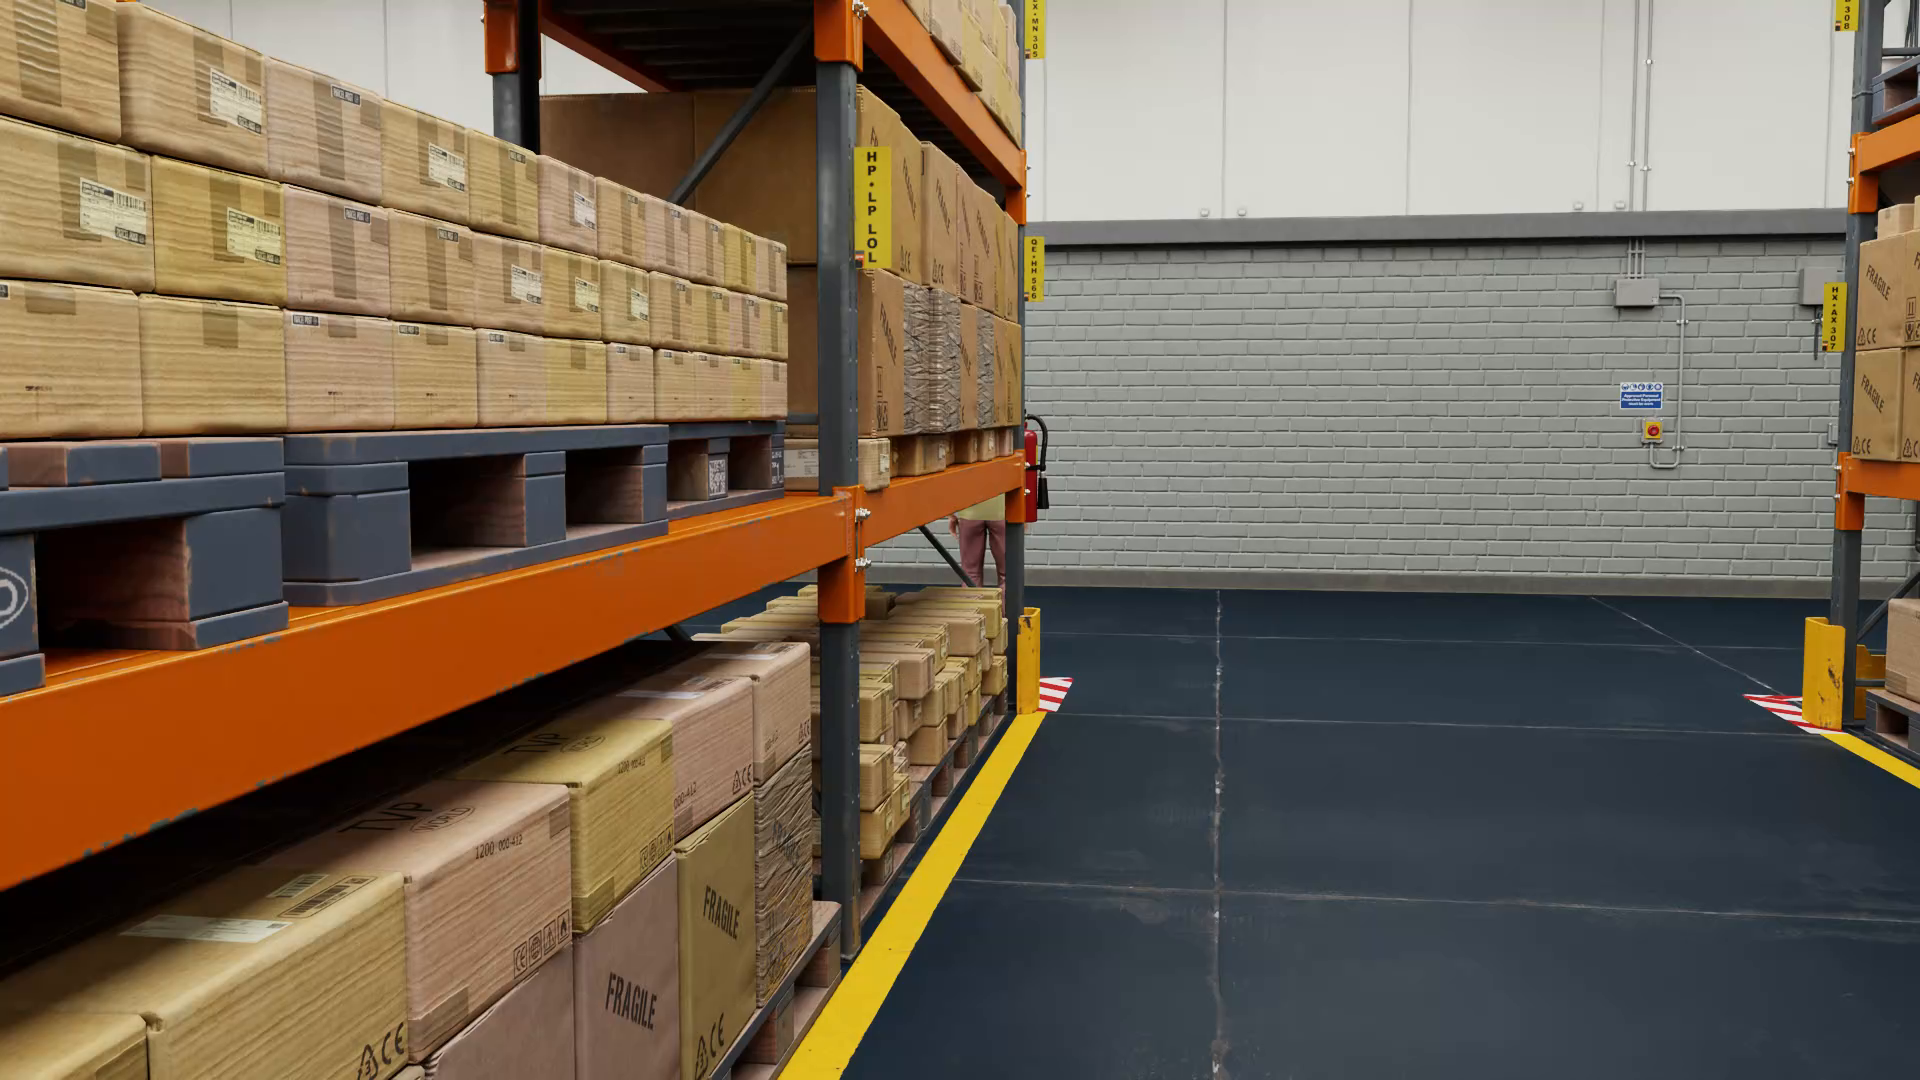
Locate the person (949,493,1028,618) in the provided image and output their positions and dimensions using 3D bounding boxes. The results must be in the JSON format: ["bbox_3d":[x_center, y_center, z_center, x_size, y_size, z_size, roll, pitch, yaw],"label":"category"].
[{"bbox_3d":[0.173,-0.119,10.350,0.504,1.672,0.352,1,5,8],"label":"person"}]
